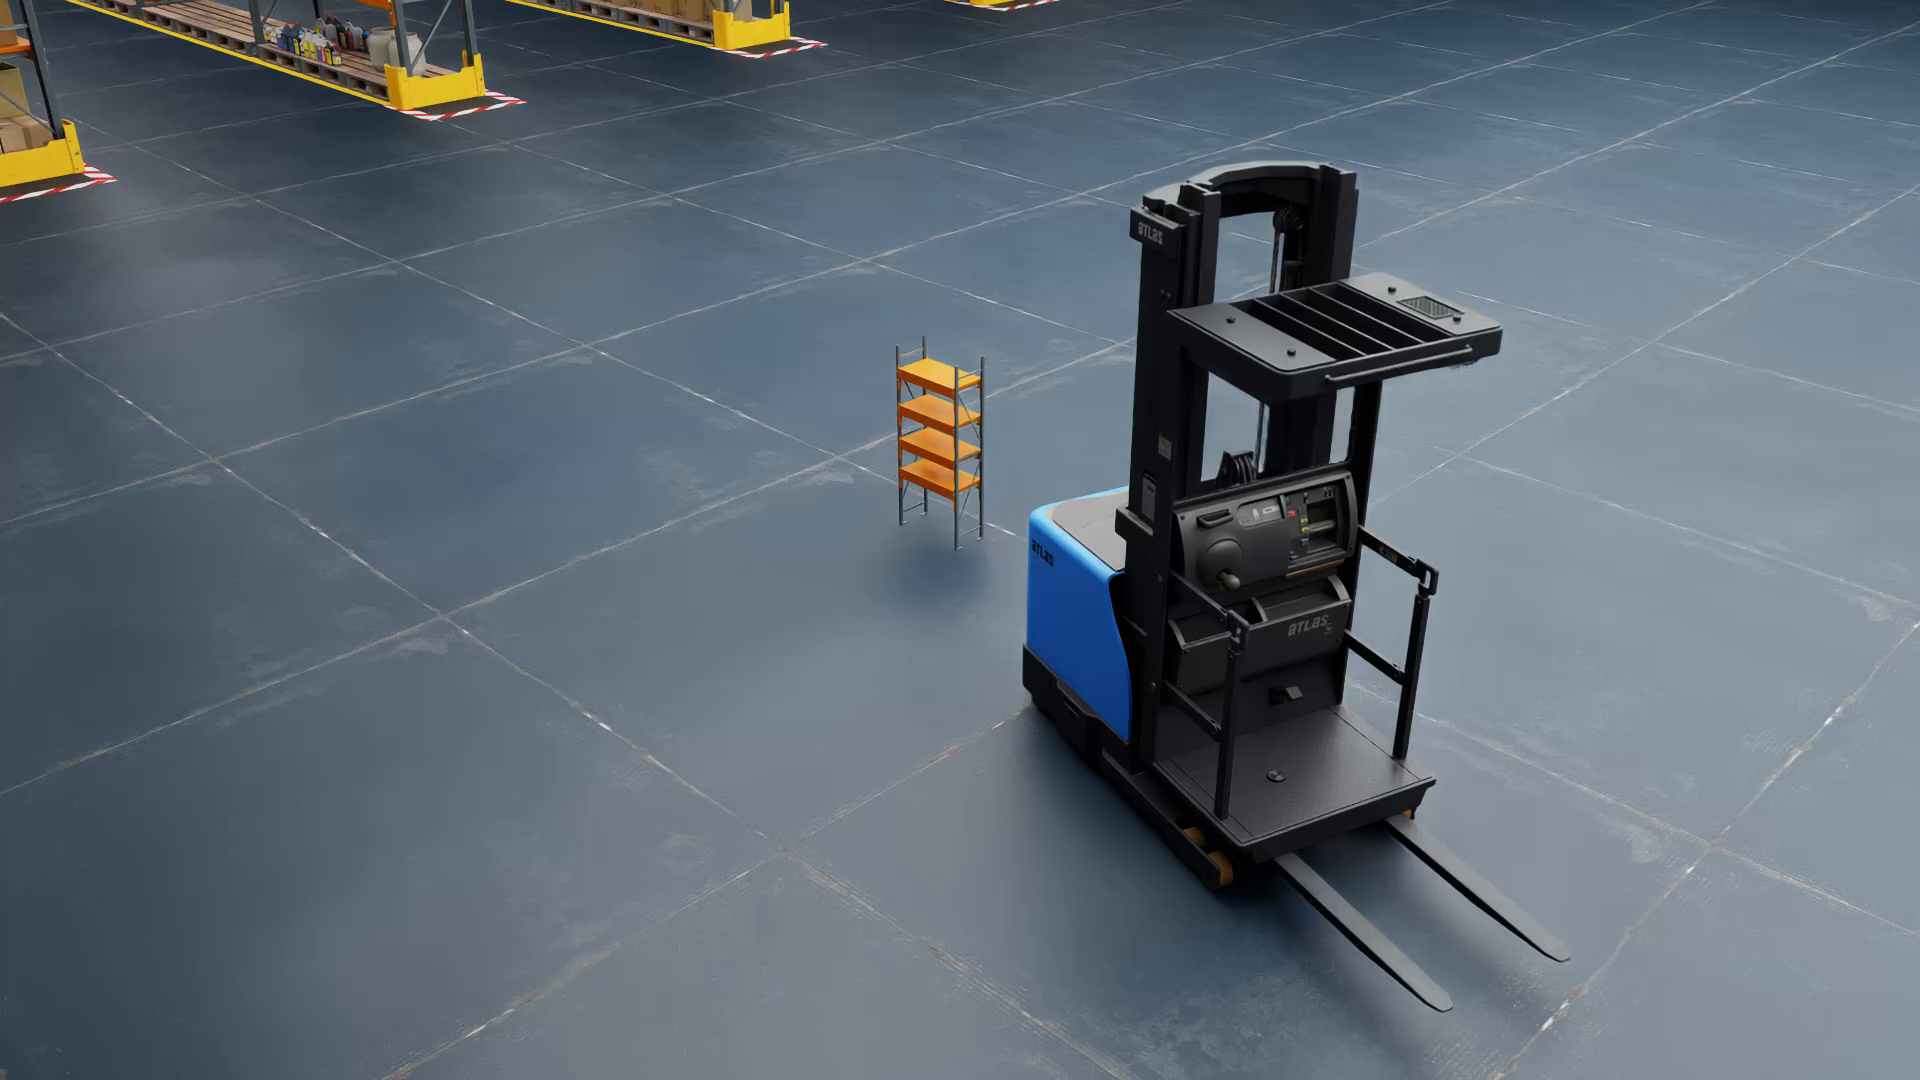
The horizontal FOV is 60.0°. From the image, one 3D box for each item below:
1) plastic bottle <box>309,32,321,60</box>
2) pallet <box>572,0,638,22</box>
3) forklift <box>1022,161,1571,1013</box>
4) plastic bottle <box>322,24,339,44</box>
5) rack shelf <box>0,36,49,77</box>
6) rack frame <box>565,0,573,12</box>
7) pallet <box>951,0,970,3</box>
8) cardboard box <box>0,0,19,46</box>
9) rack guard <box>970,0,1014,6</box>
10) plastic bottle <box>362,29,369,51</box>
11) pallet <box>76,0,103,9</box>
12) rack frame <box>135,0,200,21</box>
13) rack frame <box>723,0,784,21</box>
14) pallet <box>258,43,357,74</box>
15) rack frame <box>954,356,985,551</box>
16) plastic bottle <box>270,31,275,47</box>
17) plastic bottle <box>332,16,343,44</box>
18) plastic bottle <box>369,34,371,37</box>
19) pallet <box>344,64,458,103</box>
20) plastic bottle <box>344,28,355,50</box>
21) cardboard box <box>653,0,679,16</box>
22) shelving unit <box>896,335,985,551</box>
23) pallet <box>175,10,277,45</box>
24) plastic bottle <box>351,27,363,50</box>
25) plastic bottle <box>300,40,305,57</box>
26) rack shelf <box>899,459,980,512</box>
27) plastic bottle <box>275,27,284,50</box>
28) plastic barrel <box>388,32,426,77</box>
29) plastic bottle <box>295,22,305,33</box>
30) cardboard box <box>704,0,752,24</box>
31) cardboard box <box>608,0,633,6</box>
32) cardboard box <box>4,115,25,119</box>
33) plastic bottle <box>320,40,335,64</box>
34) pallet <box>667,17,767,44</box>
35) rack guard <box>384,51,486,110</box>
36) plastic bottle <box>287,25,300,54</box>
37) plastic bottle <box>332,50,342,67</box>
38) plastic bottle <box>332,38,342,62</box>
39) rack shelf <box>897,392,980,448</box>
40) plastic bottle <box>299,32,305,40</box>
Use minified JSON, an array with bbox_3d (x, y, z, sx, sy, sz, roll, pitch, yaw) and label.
[{"bbox_3d":[-8.374,-6.436,21.641,0.144,0.351,0.185,-24,36,-37],"label":"plastic bottle"},{"bbox_3d":[-5.253,-8.278,25.766,1.213,0.211,1.003,25,36,38],"label":"pallet"},{"bbox_3d":[1.446,0.004,7.094,1.130,2.935,3.031,-13,31,-24],"label":"forklift"},{"bbox_3d":[-8.517,-6.831,22.471,0.135,0.276,0.152,25,36,38],"label":"plastic bottle"},{"bbox_3d":[-11.278,-5.462,18.188,4.000,0.370,1.077,25,36,38],"label":"rack shelf"},{"bbox_3d":[-5.756,-9.720,25.512,0.127,3.000,1.000,25,36,38],"label":"rack frame"},{"bbox_3d":[0.020,-9.028,27.193,1.213,0.211,1.003,25,36,38],"label":"pallet"},{"bbox_3d":[-10.176,-5.329,17.054,0.500,0.500,0.700,25,36,38],"label":"cardboard box"},{"bbox_3d":[0.663,-8.913,26.664,0.348,0.500,1.175,25,36,38],"label":"rack guard"},{"bbox_3d":[-7.911,-6.663,22.158,0.097,0.271,0.097,0,28,0],"label":"plastic bottle"},{"bbox_3d":[-13.538,-8.788,26.737,1.213,0.211,1.003,25,36,38],"label":"pallet"},{"bbox_3d":[-12.081,-9.381,24.868,0.127,3.000,1.000,25,36,38],"label":"rack frame"},{"bbox_3d":[-2.904,-8.414,23.029,0.127,3.000,1.000,25,36,38],"label":"rack frame"},{"bbox_3d":[-8.779,-6.609,22.591,1.213,0.211,1.003,25,36,38],"label":"pallet"},{"bbox_3d":[0.056,-0.505,9.922,0.015,1.200,0.240,25,36,38],"label":"rack frame"},{"bbox_3d":[-9.237,-6.749,22.397,0.097,0.201,0.097,0,28,0],"label":"plastic bottle"},{"bbox_3d":[-8.431,-6.921,22.563,0.185,0.351,0.144,22,35,36],"label":"plastic bottle"},{"bbox_3d":[-7.767,-6.597,22.033,0.097,0.271,0.097,0,28,0],"label":"plastic bottle"},{"bbox_3d":[-7.039,-5.813,21.077,1.213,0.211,1.003,25,36,38],"label":"pallet"},{"bbox_3d":[-8.162,-6.696,22.207,0.133,0.283,0.061,25,36,38],"label":"plastic bottle"},{"bbox_3d":[-4.221,-8.097,24.661,0.500,0.500,0.500,-21,34,-35],"label":"cardboard box"},{"bbox_3d":[-0.118,-0.585,10.073,0.503,1.200,0.258,25,36,38],"label":"shelving unit"},{"bbox_3d":[-10.690,-7.483,24.255,1.213,0.211,1.003,25,36,38],"label":"pallet"},{"bbox_3d":[-8.087,-6.728,22.277,0.152,0.276,0.135,-25,36,-38],"label":"plastic bottle"},{"bbox_3d":[-8.624,-6.469,21.864,0.097,0.201,0.097,0,28,0],"label":"plastic bottle"},{"bbox_3d":[-0.118,-0.350,10.197,0.480,0.148,0.258,25,36,38],"label":"rack shelf"},{"bbox_3d":[-9.059,-6.719,22.259,0.152,0.276,0.135,-24,36,-37],"label":"plastic bottle"},{"bbox_3d":[-6.899,-6.045,20.745,0.421,0.512,0.421,0,28,0],"label":"plastic barrel"},{"bbox_3d":[-8.843,-6.745,22.228,0.185,0.351,0.144,25,36,38],"label":"plastic bottle"},{"bbox_3d":[-3.338,-7.703,23.912,0.500,0.500,0.500,-18,33,-30],"label":"cardboard box"},{"bbox_3d":[-5.085,-8.471,25.371,0.500,0.500,0.500,-13,31,-24],"label":"cardboard box"},{"bbox_3d":[-10.438,-4.508,18.103,0.500,0.250,0.500,25,36,38],"label":"cardboard box"},{"bbox_3d":[-8.154,-6.305,21.472,0.135,0.276,0.152,25,37,39],"label":"plastic bottle"},{"bbox_3d":[-3.513,-7.482,24.252,1.213,0.211,1.003,25,36,38],"label":"pallet"},{"bbox_3d":[-6.464,-5.674,20.503,0.348,0.500,1.175,25,36,38],"label":"rack guard"},{"bbox_3d":[-8.810,-6.635,22.020,0.185,0.351,0.144,23,35,36],"label":"plastic bottle"},{"bbox_3d":[-7.994,-6.181,21.315,0.097,0.201,0.097,0,28,0],"label":"plastic bottle"},{"bbox_3d":[-8.080,-6.344,21.537,0.133,0.283,0.061,25,36,38],"label":"plastic bottle"},{"bbox_3d":[-0.118,-0.724,10.001,0.480,0.148,0.258,25,36,38],"label":"rack shelf"},{"bbox_3d":[-8.678,-6.565,21.971,0.097,0.271,0.097,0,28,0],"label":"plastic bottle"}]
